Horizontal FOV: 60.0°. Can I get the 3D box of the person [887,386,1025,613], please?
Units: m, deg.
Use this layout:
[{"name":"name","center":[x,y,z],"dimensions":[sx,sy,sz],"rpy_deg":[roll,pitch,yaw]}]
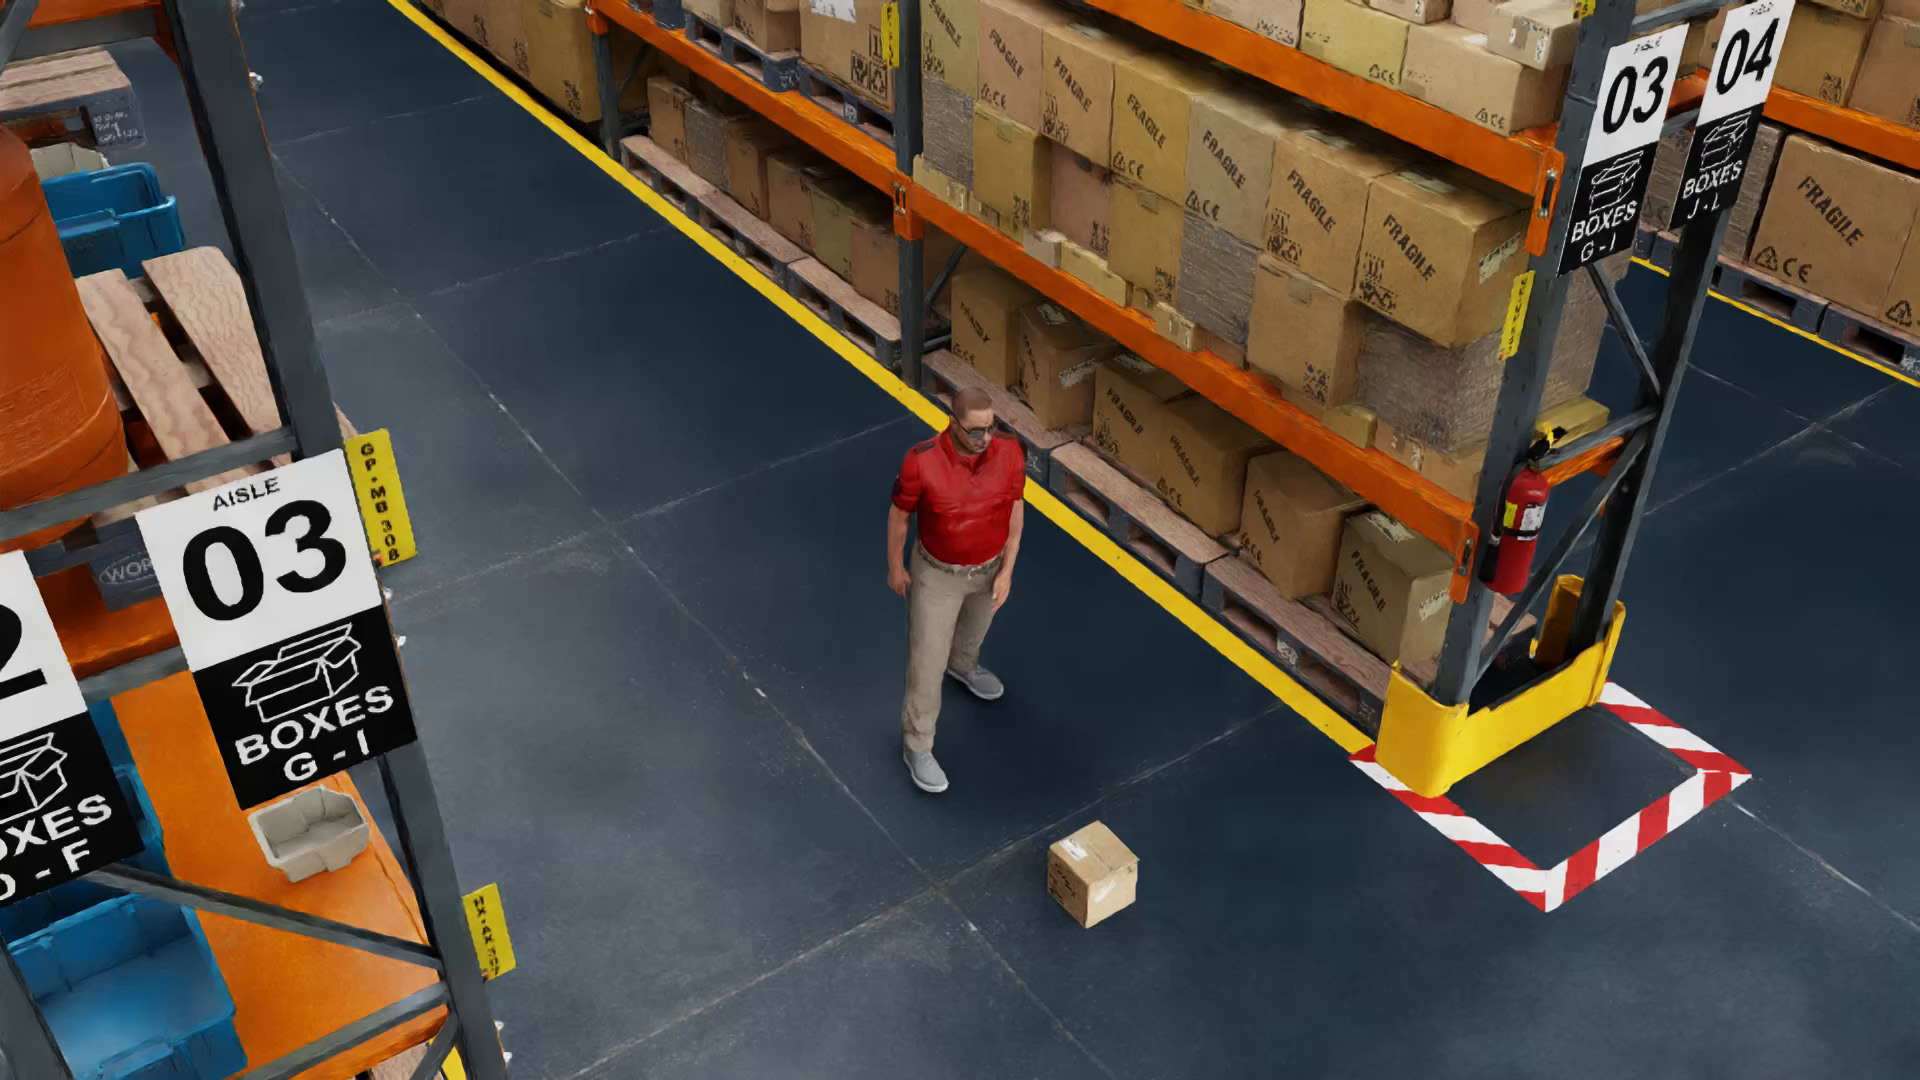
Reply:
[{"name":"person","center":[0.016,-0.155,6.642],"dimensions":[0.564,1.004,0.364],"rpy_deg":[-17,39,-22]}]
